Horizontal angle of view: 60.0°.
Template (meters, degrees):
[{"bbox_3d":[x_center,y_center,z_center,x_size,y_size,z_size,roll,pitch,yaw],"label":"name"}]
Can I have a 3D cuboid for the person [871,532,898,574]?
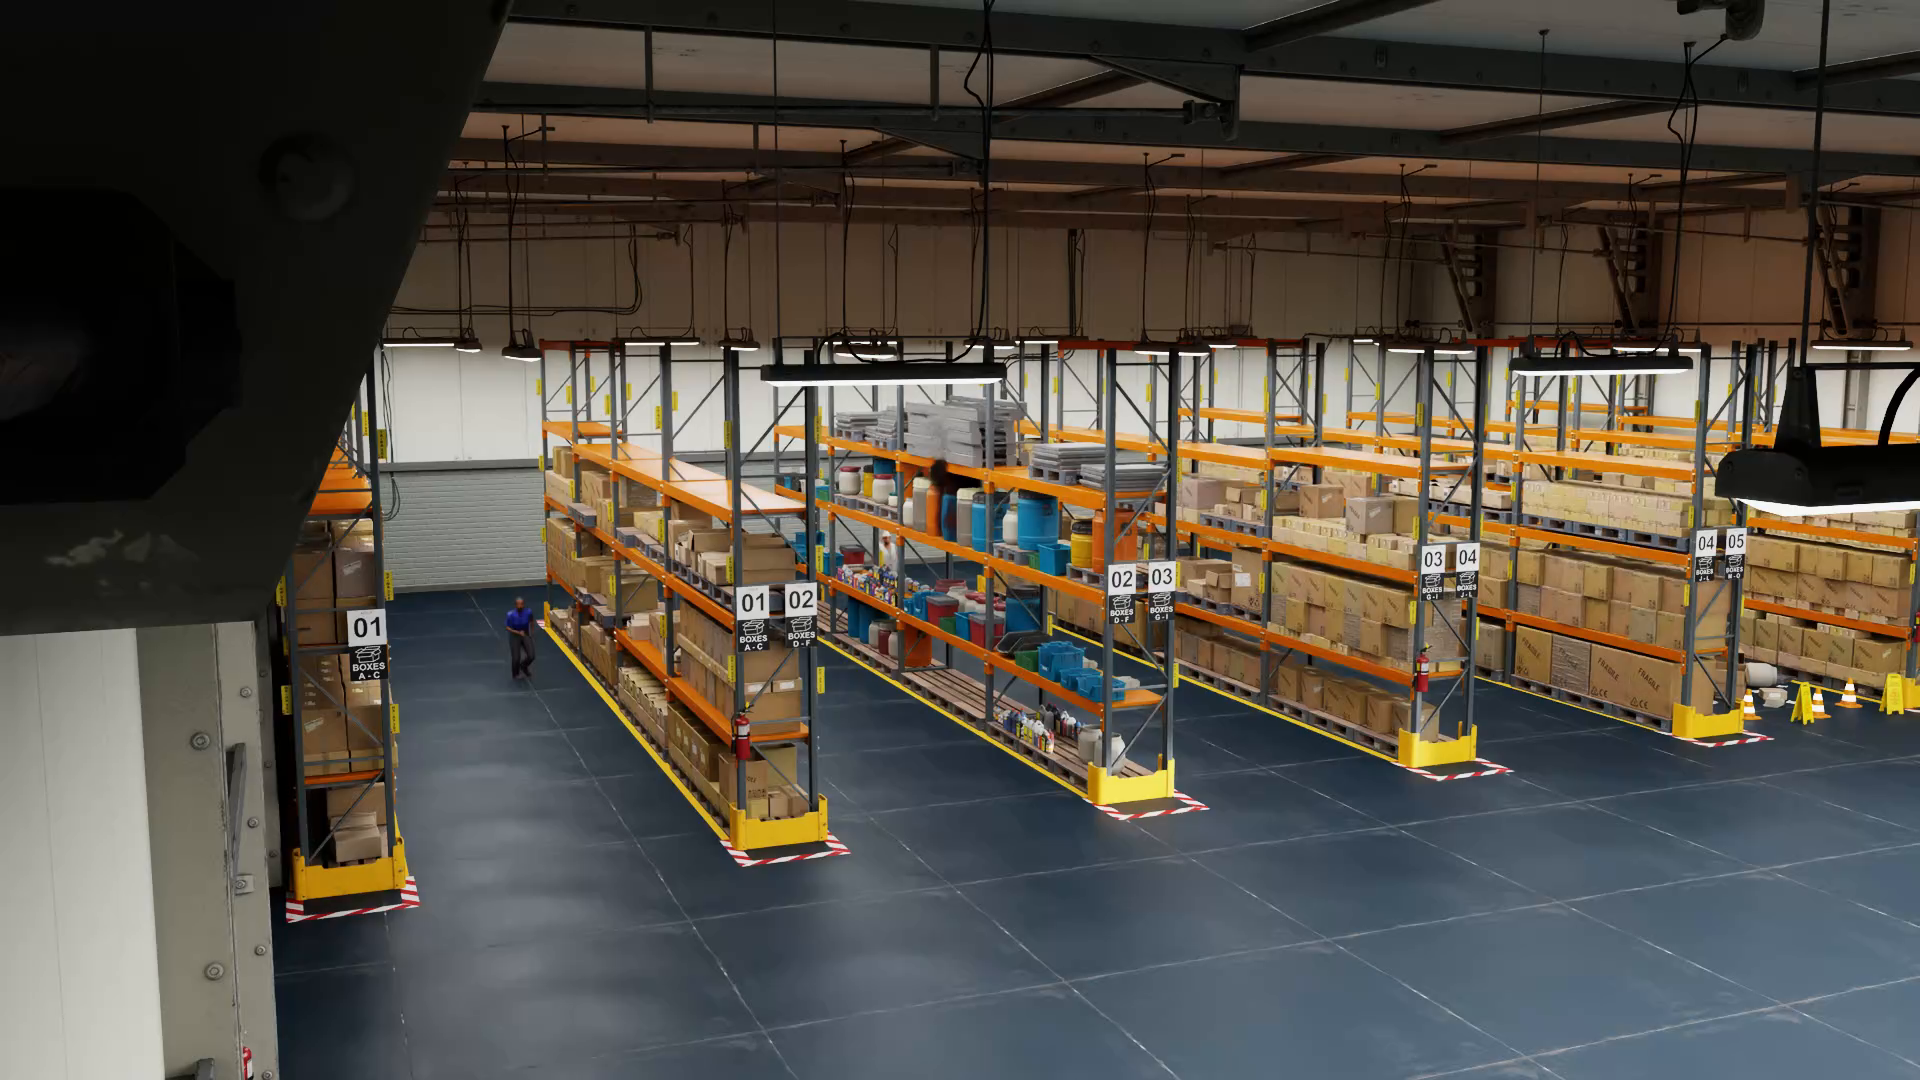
[{"bbox_3d":[-1.598,0.682,36.782,0.640,1.763,0.937,-4,8,-28],"label":"person"}]

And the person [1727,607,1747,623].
[{"bbox_3d":[15.596,1.202,33.302,0.599,1.618,0.617,-3,8,-19],"label":"person"}]

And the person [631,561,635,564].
[{"bbox_3d":[-7.395,0.731,36.394,0.632,1.844,0.874,-7,10,-42],"label":"person"}]

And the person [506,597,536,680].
[{"bbox_3d":[-7.765,1.749,29.442,0.576,1.545,0.770,-4,9,-31],"label":"person"}]
